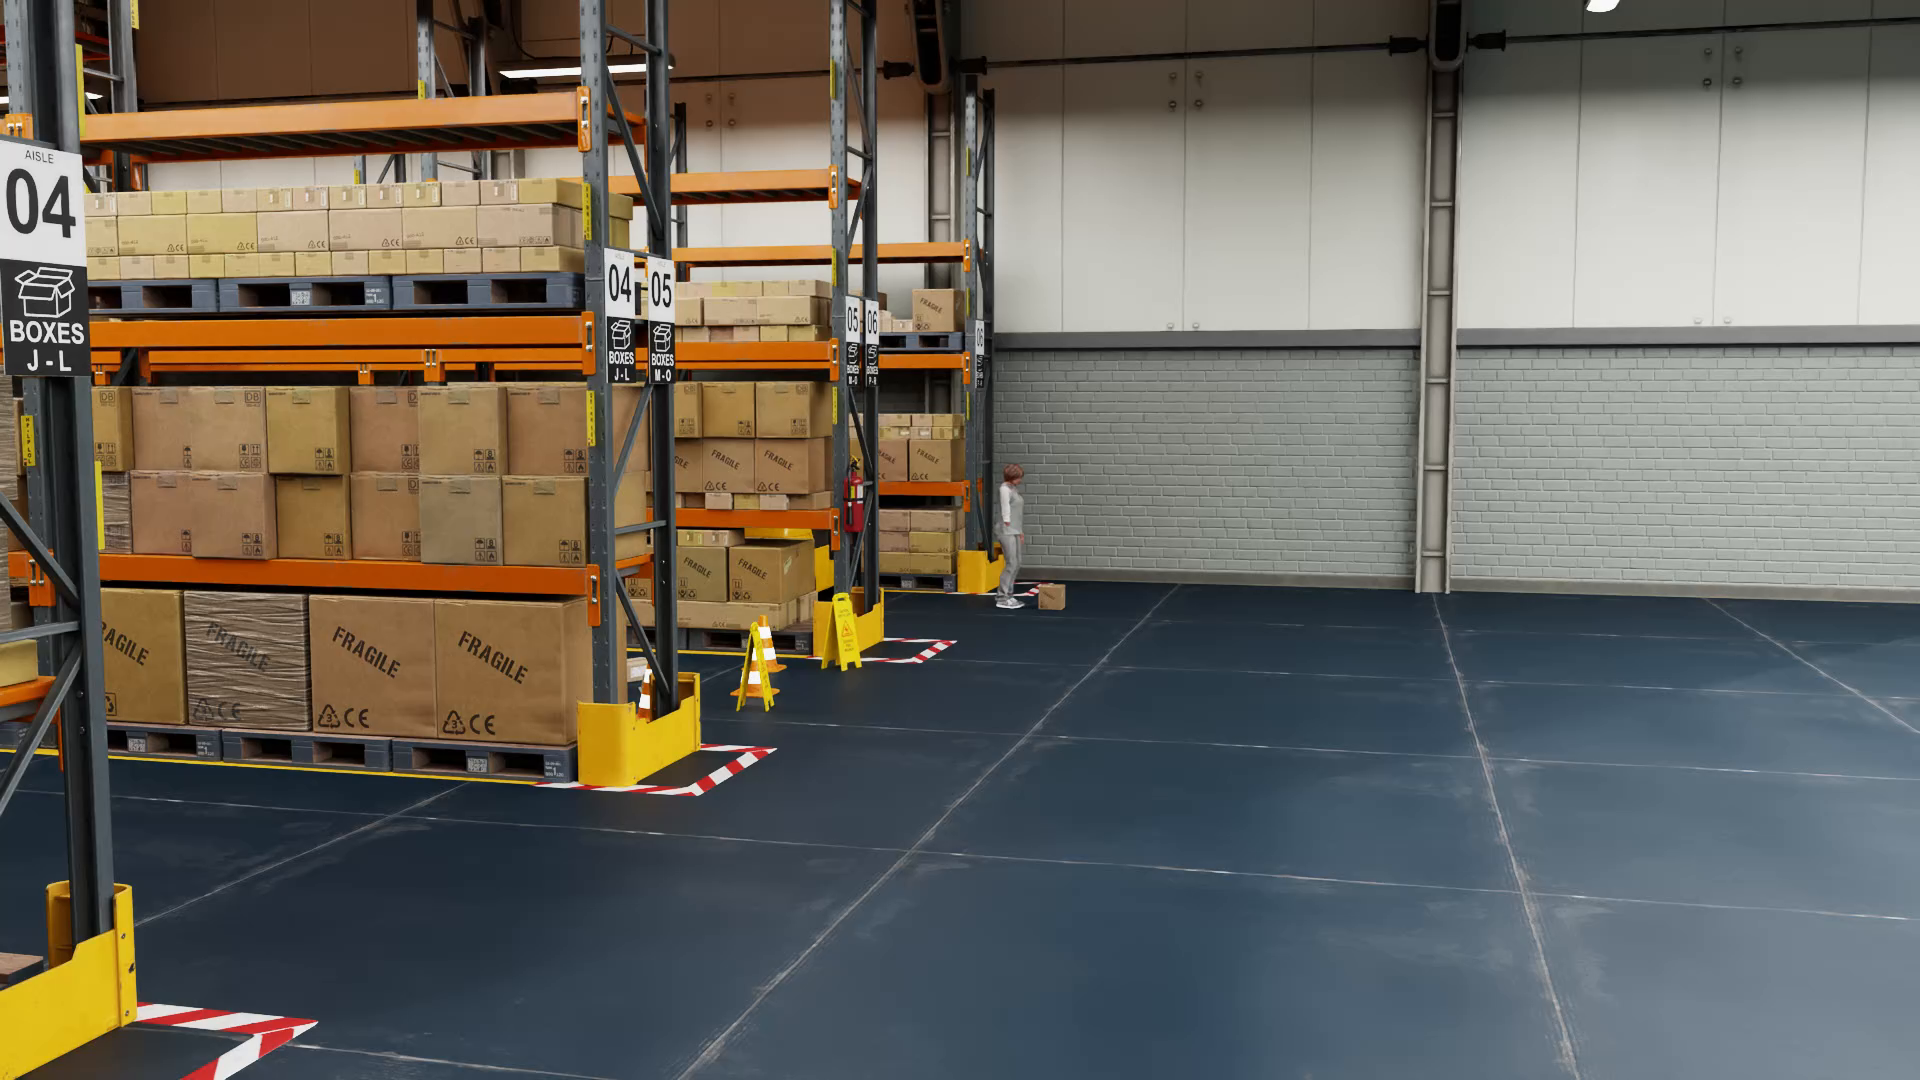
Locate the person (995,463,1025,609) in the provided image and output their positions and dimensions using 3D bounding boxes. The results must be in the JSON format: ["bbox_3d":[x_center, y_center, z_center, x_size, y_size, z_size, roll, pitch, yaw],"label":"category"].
[{"bbox_3d":[0.546,-0.041,18.268,0.308,1.576,0.410,1,5,15],"label":"person"}]
